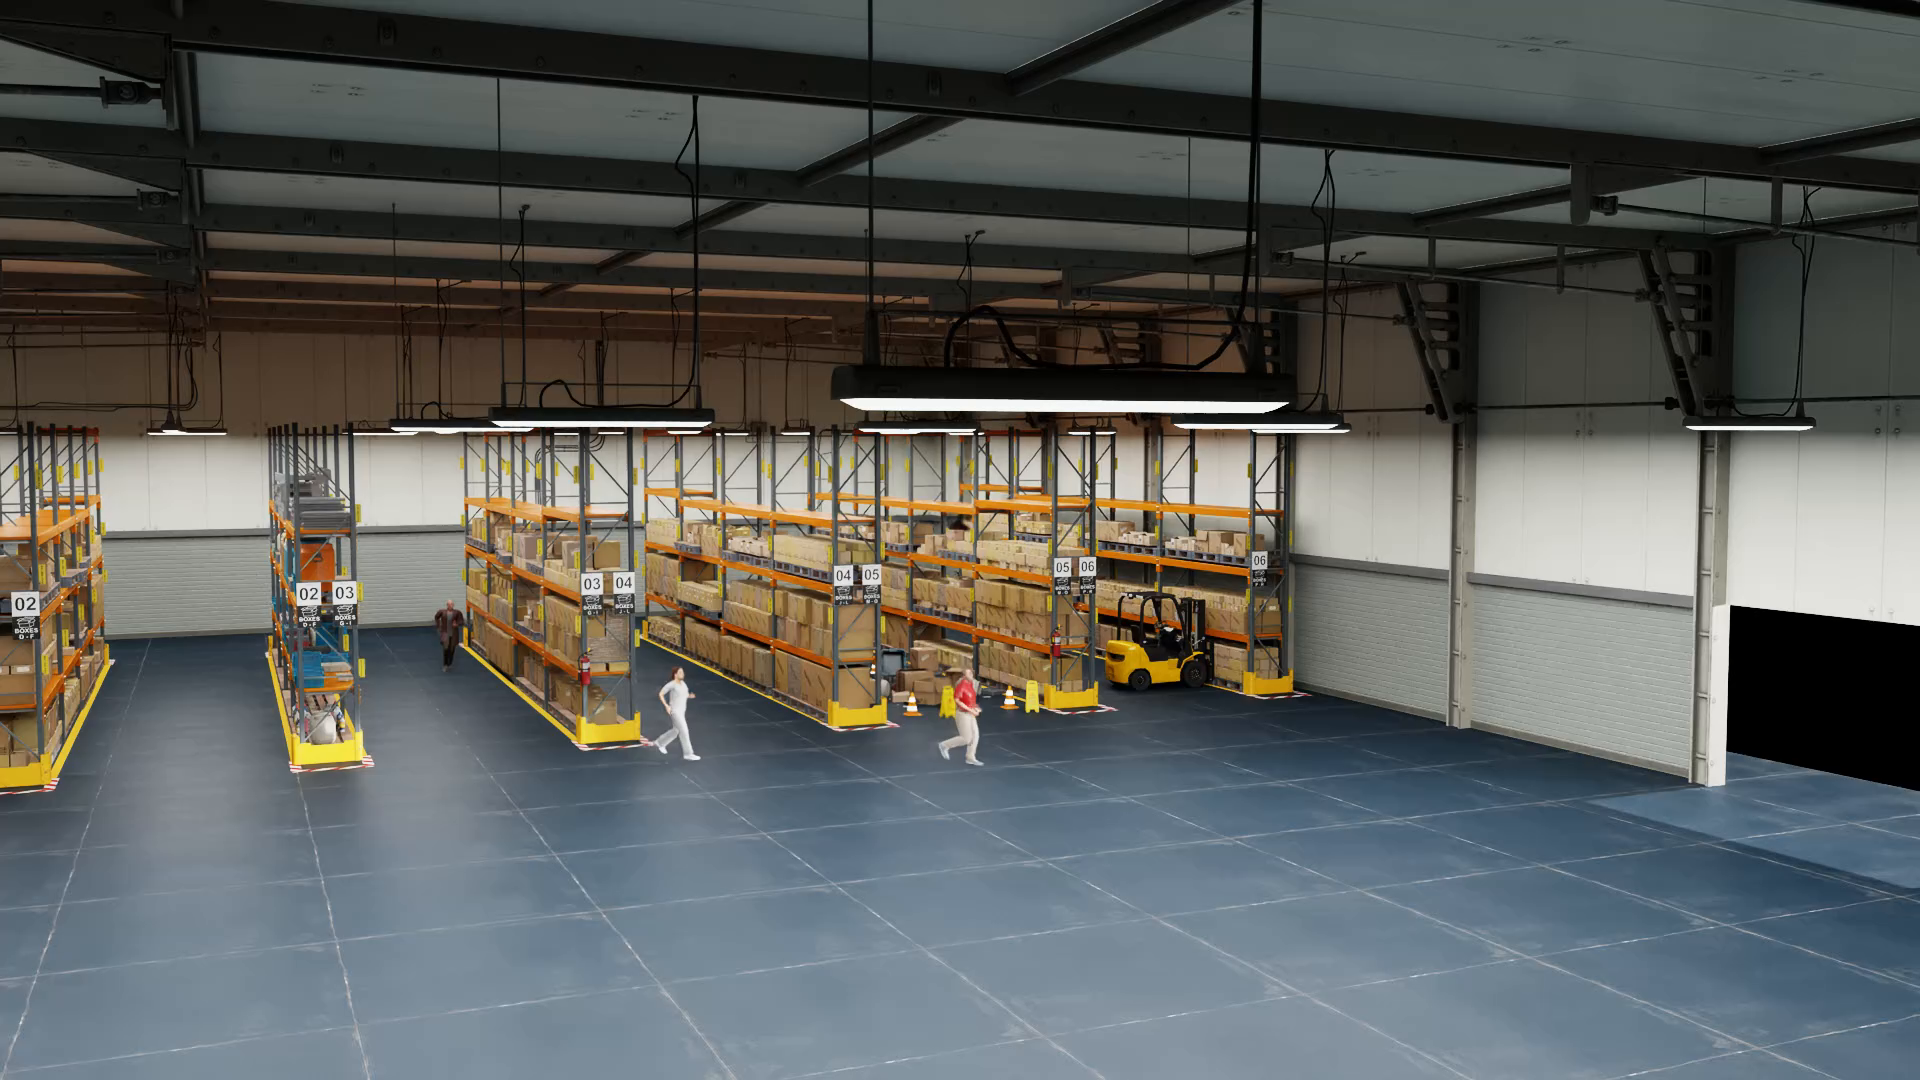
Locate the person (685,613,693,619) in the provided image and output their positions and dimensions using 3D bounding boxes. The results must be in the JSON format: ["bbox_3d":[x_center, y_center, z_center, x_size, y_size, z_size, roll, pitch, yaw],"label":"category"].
[{"bbox_3d":[-8.301,1.866,49.949,0.579,1.659,0.854,3,4,38],"label":"person"}]

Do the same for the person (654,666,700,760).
[{"bbox_3d":[-5.045,3.056,29.540,0.950,1.653,0.569,1,4,21],"label":"person"}]

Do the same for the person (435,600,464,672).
[{"bbox_3d":[-12.515,2.407,40.801,0.682,1.729,0.791,-1,4,-19],"label":"person"}]

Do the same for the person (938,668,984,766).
[{"bbox_3d":[0.046,3.106,29.221,0.771,1.709,0.668,1,4,18],"label":"person"}]
